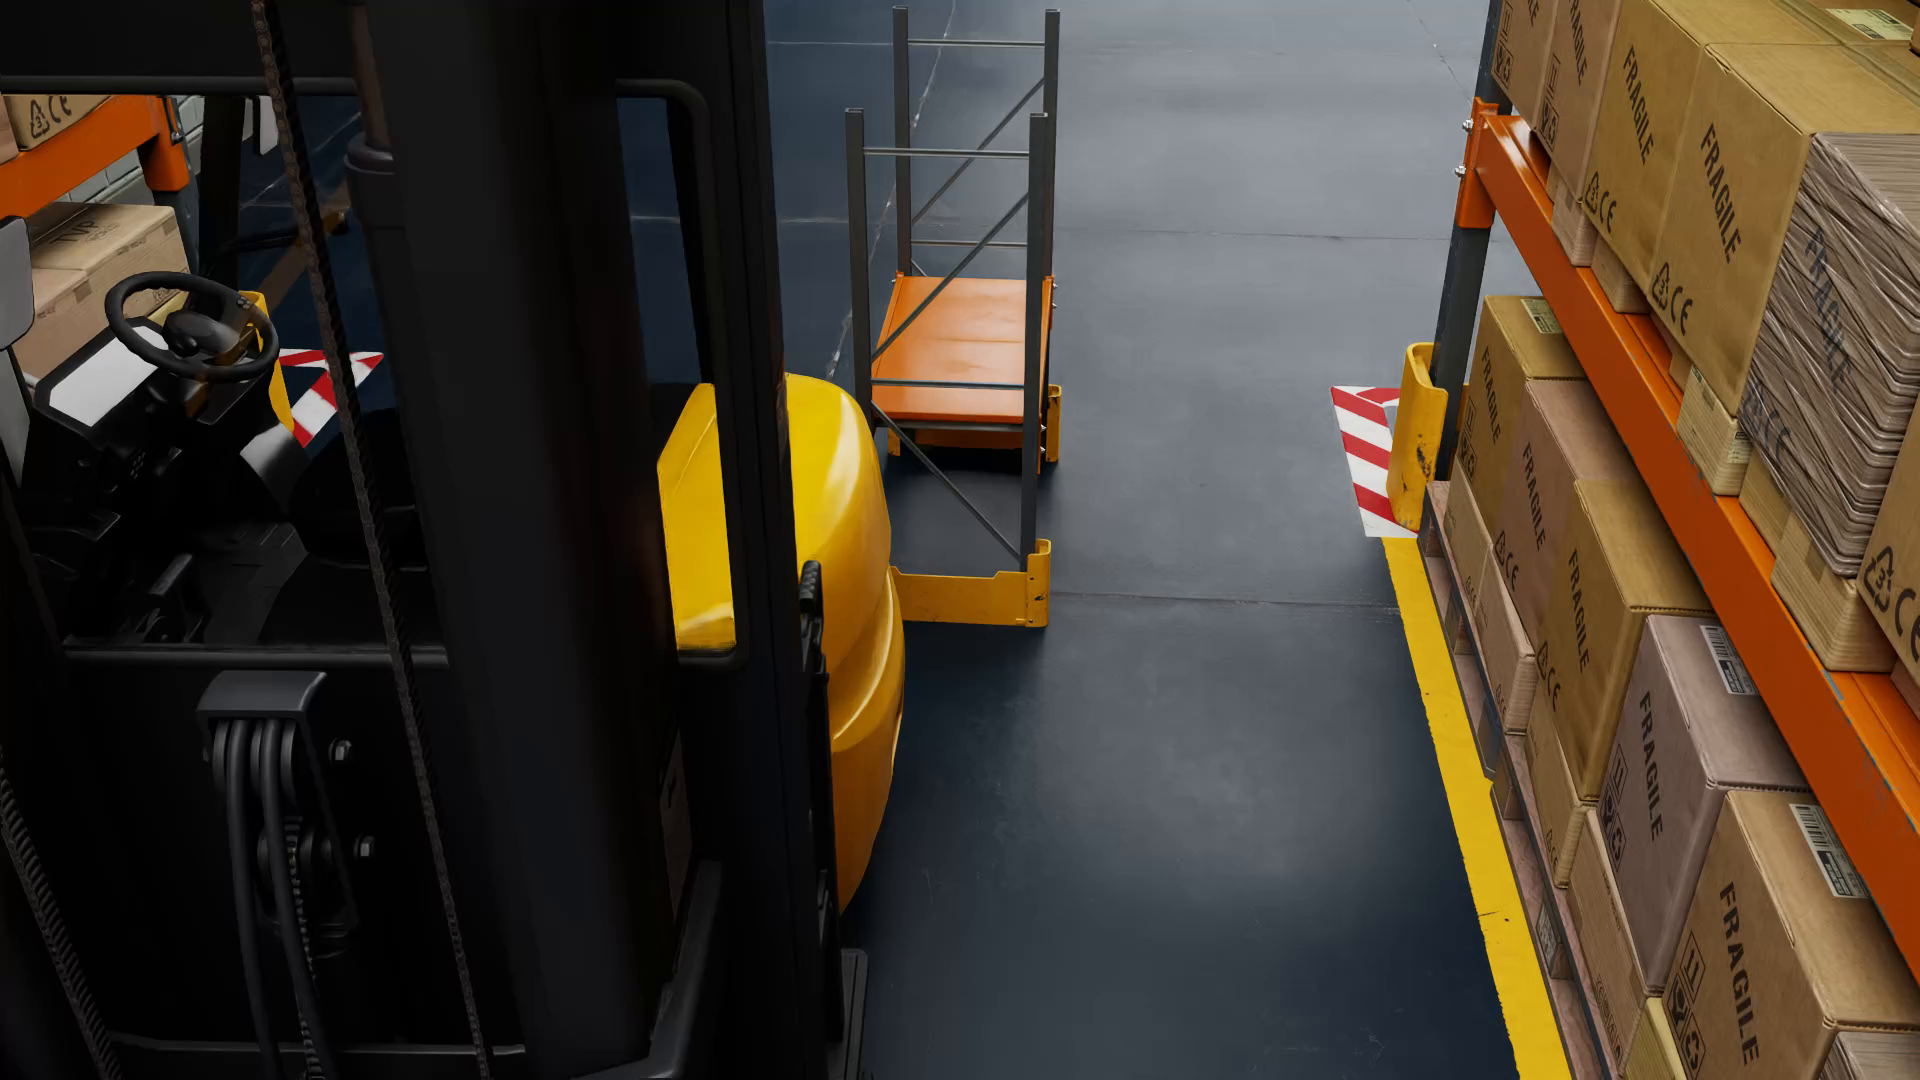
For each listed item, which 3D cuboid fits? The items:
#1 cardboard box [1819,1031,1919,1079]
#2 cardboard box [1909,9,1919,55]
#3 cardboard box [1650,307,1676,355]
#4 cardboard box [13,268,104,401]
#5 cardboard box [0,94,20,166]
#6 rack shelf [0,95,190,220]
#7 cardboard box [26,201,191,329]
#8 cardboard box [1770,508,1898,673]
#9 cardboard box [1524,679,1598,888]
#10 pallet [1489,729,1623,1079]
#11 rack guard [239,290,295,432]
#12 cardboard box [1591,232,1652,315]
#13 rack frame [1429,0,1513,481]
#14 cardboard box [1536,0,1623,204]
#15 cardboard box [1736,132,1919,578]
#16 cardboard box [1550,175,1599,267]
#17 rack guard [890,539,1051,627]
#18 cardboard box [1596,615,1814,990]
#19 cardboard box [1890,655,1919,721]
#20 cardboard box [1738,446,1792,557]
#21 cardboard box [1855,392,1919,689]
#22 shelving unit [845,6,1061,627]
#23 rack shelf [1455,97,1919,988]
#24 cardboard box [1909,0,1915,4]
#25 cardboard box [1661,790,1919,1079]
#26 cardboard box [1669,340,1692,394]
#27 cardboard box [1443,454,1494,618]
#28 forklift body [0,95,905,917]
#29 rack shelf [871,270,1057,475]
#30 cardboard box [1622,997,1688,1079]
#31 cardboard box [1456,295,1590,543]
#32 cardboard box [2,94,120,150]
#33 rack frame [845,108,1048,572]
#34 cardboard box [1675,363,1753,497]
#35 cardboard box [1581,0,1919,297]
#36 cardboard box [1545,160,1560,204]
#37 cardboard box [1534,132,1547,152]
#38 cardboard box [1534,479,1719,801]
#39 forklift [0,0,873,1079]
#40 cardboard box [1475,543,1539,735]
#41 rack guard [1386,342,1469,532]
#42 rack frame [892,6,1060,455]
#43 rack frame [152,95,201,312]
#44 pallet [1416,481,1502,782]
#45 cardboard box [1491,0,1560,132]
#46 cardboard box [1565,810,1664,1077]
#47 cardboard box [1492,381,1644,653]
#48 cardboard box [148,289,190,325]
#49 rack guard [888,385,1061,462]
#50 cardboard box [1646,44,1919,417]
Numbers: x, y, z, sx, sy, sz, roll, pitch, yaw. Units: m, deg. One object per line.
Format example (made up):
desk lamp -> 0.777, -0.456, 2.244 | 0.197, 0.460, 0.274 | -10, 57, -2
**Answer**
cardboard box -> 1.453, 1.032, 2.222 | 0.500, 0.500, 0.500 | 2, 32, 3
cardboard box -> 2.008, -0.939, 2.583 | 0.700, 0.500, 0.500 | 2, 32, 4
cardboard box -> 1.640, -0.459, 3.376 | 0.380, 0.149, 0.250 | 3, 32, 6
cardboard box -> -2.711, -0.534, 4.525 | 0.500, 0.250, 0.500 | 3, 32, 5
cardboard box -> -2.779, -1.124, 4.120 | 0.500, 0.500, 0.500 | 3, 32, 6
rack shelf -> -3.112, -0.269, 3.514 | 1.077, 0.370, 4.000 | 2, 32, 4
cardboard box -> -2.676, -0.801, 4.958 | 0.500, 0.250, 0.500 | 3, 32, 6
cardboard box -> 1.475, 0.075, 2.509 | 0.380, 0.149, 0.250 | 2, 32, 3
cardboard box -> 1.576, 0.543, 3.730 | 0.500, 0.250, 0.500 | 5, 32, 7
pallet -> 1.789, 0.875, 3.629 | 1.003, 0.211, 1.213 | 2, 32, 4
rack guard -> -2.947, -0.570, 5.698 | 1.175, 0.500, 0.348 | 2, 32, 4
cardboard box -> 1.602, -0.600, 3.604 | 0.380, 0.149, 0.250 | 3, 32, 5
rack frame -> 1.998, -1.411, 4.681 | 1.000, 3.000, 0.127 | 2, 32, 4
cardboard box -> 1.644, -1.074, 3.754 | 0.500, 0.500, 0.500 | 3, 32, 5
cardboard box -> 1.534, -0.273, 2.455 | 0.500, 0.500, 0.500 | 3, 32, 5
cardboard box -> 1.589, -0.737, 3.826 | 0.380, 0.149, 0.250 | 3, 32, 5
rack guard -> -0.034, 0.114, 4.827 | 0.587, 0.250, 0.087 | 2, 32, 4
cardboard box -> 1.534, 0.499, 3.087 | 0.500, 0.500, 0.500 | 4, 32, 7
cardboard box -> 1.542, 0.213, 2.285 | 0.380, 0.149, 0.250 | 2, 32, 3
cardboard box -> 1.525, -0.058, 2.724 | 0.380, 0.149, 0.250 | 2, 32, 3
cardboard box -> 1.496, -0.001, 2.014 | 0.500, 0.500, 0.500 | 3, 32, 6
shelving unit -> 0.006, -0.678, 4.921 | 0.587, 1.500, 1.083 | 2, 32, 4
rack shelf -> 1.836, -0.059, 3.173 | 1.077, 0.370, 4.000 | 2, 32, 4
cardboard box -> 2.139, -0.762, 3.248 | 0.500, 0.500, 0.500 | 2, 32, 4
cardboard box -> 1.493, 0.766, 2.654 | 0.500, 0.500, 0.500 | 3, 32, 5
cardboard box -> 1.589, -0.323, 3.154 | 0.380, 0.149, 0.250 | 2, 32, 3
cardboard box -> 1.657, -0.009, 4.627 | 0.500, 0.250, 0.500 | 2, 32, 4
forklift body -> -1.285, -0.191, 3.509 | 2.313, 2.155, 1.214 | 2, 32, 4
rack shelf -> 0.007, -0.530, 5.023 | 0.538, 0.185, 1.000 | 2, 32, 4
cardboard box -> 1.486, 1.073, 2.871 | 0.500, 0.250, 0.500 | 2, 32, 3
cardboard box -> 1.656, -0.316, 4.410 | 0.500, 0.500, 0.500 | 1, 32, 2
cardboard box -> -2.727, -1.395, 4.560 | 0.500, 0.500, 0.500 | 2, 32, 3
rack frame -> -0.034, -0.417, 4.498 | 0.500, 1.500, 0.032 | 2, 32, 4
cardboard box -> 1.510, -0.194, 2.945 | 0.380, 0.149, 0.250 | 3, 32, 4
cardboard box -> 1.604, -0.807, 3.322 | 0.500, 0.500, 0.500 | 2, 32, 3
cardboard box -> 1.656, -0.868, 4.038 | 0.380, 0.149, 0.250 | 1, 32, 2
cardboard box -> 1.764, -1.136, 4.473 | 0.380, 0.149, 0.250 | 3, 32, 4
cardboard box -> 1.569, 0.219, 3.541 | 0.500, 0.500, 0.500 | 3, 32, 5
forklift -> -0.732, 0.104, 2.287 | 1.130, 2.935, 3.031 | 1, 32, 1
cardboard box -> 1.608, 0.257, 4.194 | 0.500, 0.250, 0.500 | 4, 32, 6
rack guard -> 1.992, -0.307, 5.272 | 1.175, 0.500, 0.348 | 2, 32, 4
rack frame -> 0.048, -0.949, 5.360 | 0.500, 1.500, 0.032 | 2, 32, 4
rack frame -> -2.949, -1.621, 5.022 | 1.000, 3.000, 0.127 | 2, 32, 4
pallet -> 1.891, 0.239, 4.661 | 1.003, 0.211, 1.213 | 2, 32, 4
cardboard box -> 1.683, -1.345, 4.194 | 0.500, 0.500, 0.500 | 2, 32, 3
cardboard box -> 1.532, 0.807, 3.302 | 0.500, 0.250, 0.500 | 3, 32, 5
cardboard box -> 1.618, -0.043, 3.966 | 0.500, 0.500, 0.500 | 1, 32, 2
cardboard box -> -2.677, -0.575, 5.067 | 0.500, 0.250, 0.500 | 2, 32, 3
rack guard -> 0.047, -0.407, 5.672 | 0.587, 0.250, 0.087 | 2, 32, 4
cardboard box -> 1.571, -0.541, 2.890 | 0.500, 0.500, 0.500 | 2, 32, 3
